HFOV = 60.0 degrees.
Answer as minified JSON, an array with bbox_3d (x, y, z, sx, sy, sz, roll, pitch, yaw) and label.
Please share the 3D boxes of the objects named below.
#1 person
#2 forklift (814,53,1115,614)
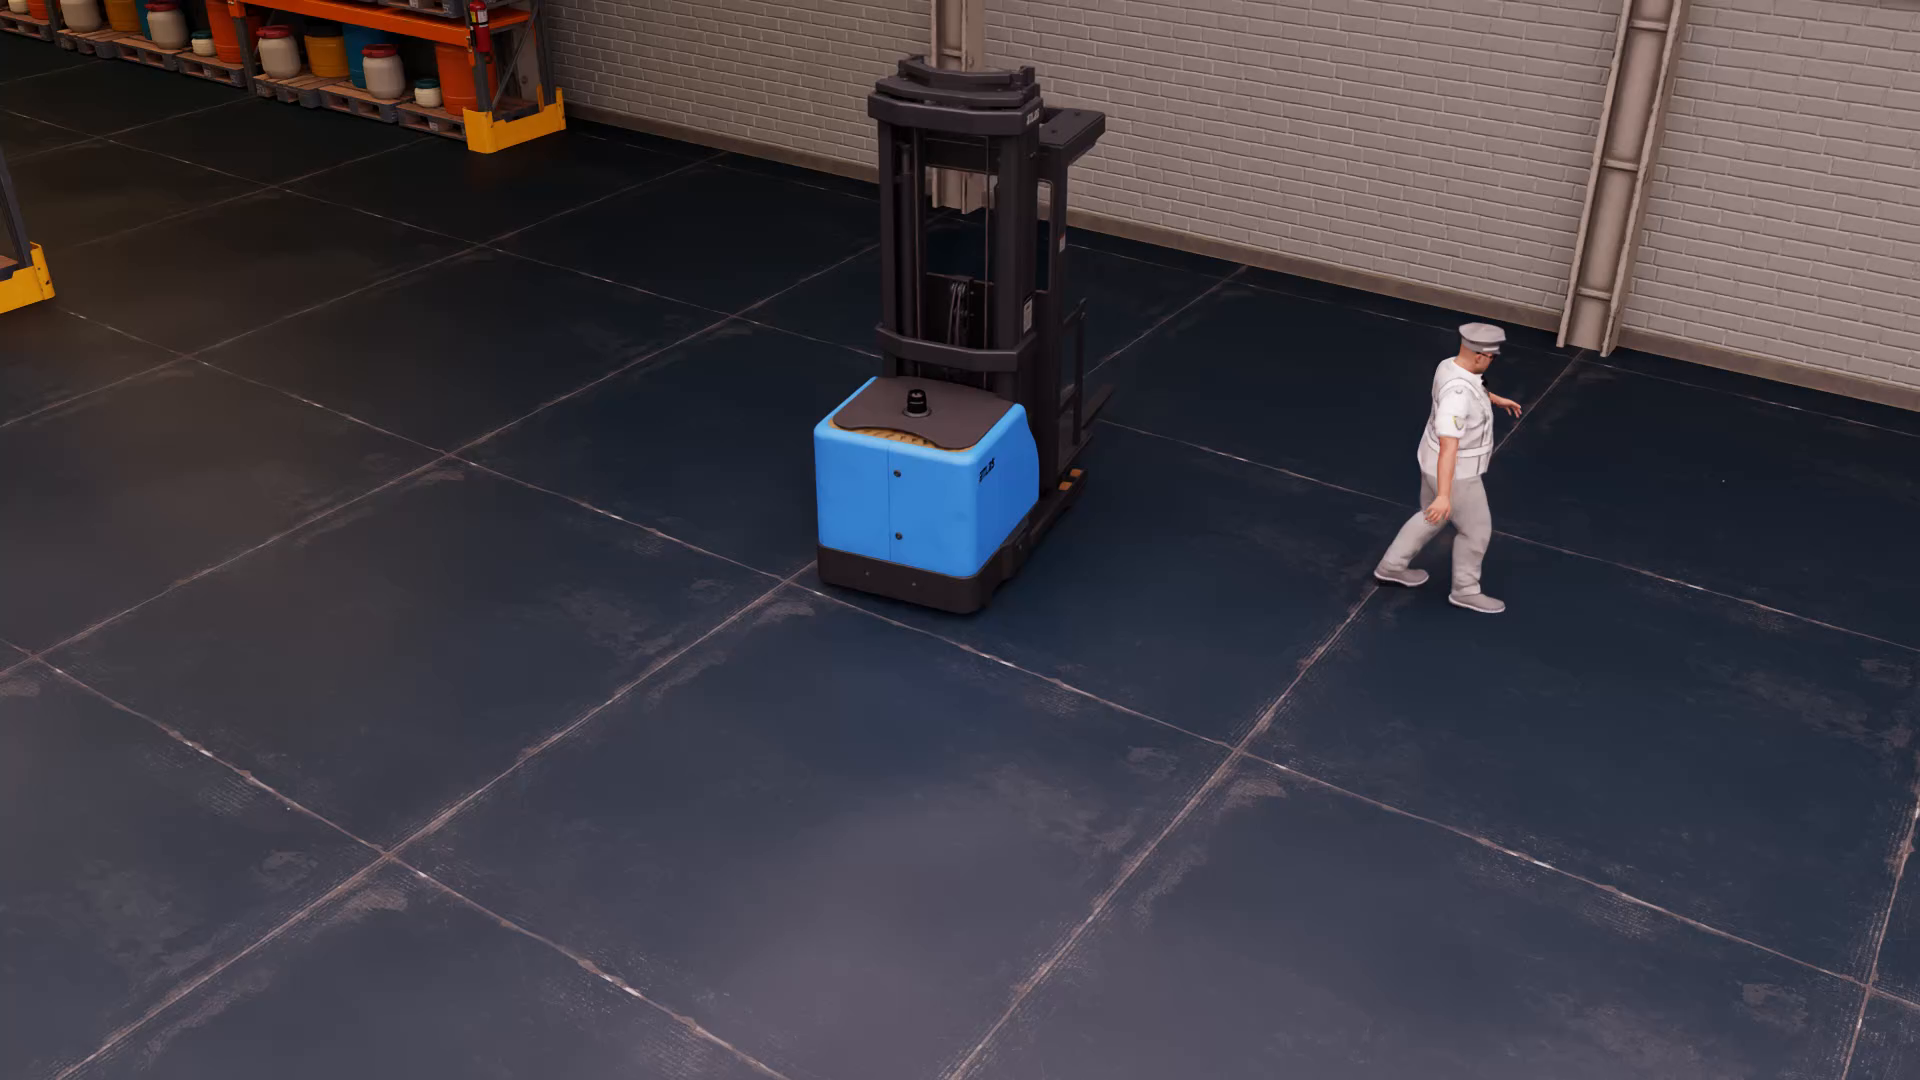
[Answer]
[{"bbox_3d":[2.874,-0.397,9.490,0.762,1.727,0.977,3,30,5],"label":"person"},{"bbox_3d":[0.202,-1.563,10.272,1.130,2.935,3.031,12,32,20],"label":"forklift"}]
